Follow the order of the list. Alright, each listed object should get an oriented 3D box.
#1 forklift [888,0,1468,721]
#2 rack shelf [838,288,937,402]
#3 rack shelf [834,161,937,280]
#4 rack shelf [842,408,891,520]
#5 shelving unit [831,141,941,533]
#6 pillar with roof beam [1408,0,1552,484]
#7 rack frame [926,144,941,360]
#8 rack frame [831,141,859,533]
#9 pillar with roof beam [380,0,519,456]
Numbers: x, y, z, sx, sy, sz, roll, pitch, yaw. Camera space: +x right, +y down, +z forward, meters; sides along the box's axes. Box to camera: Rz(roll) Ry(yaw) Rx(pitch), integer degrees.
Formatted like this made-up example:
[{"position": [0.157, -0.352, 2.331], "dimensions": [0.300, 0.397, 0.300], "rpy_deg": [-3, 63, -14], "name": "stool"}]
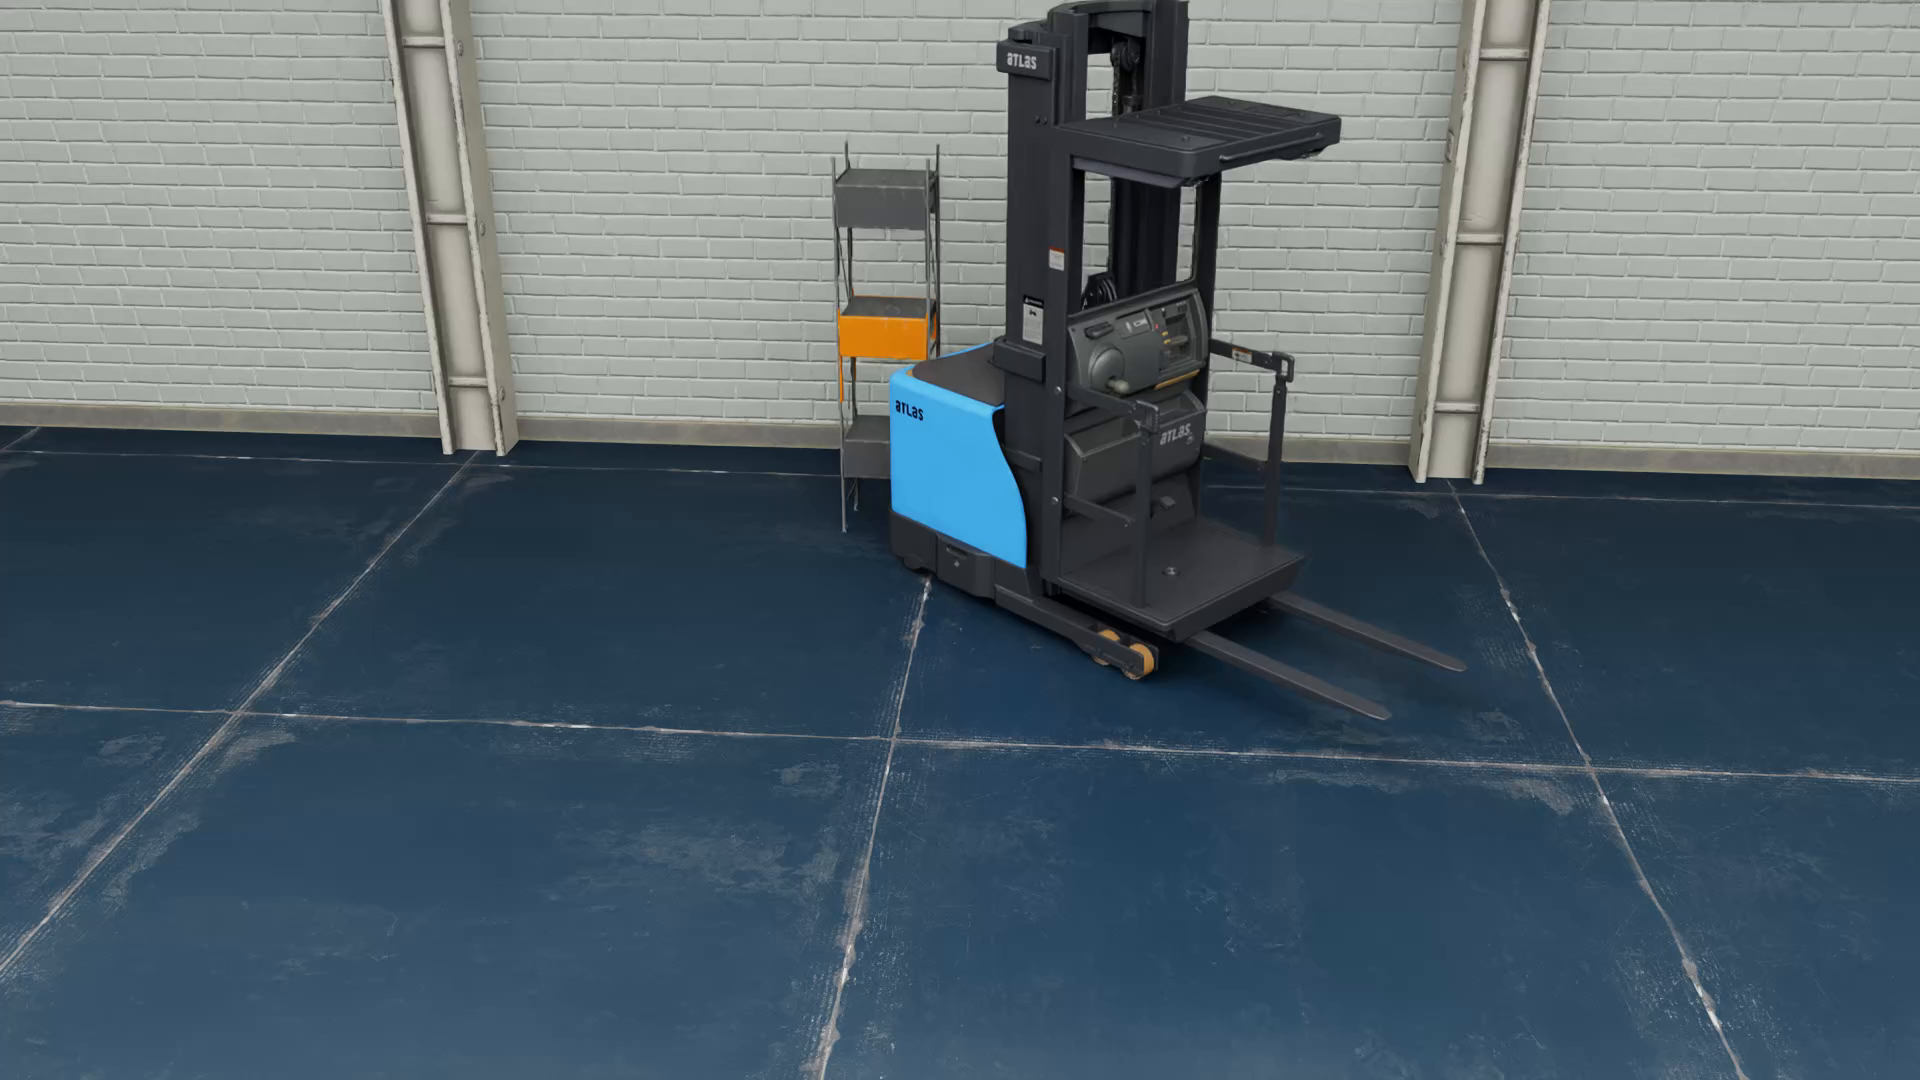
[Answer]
[{"position": [0.998, -0.918, 7.738], "dimensions": [1.130, 2.935, 3.031], "rpy_deg": [-22, 32, -39], "name": "forklift"}, {"position": [-0.383, -1.053, 9.060], "dimensions": [0.480, 0.518, 0.431], "rpy_deg": [3, 25, 7], "name": "rack shelf"}, {"position": [-0.383, -1.689, 8.767], "dimensions": [0.480, 0.518, 0.431], "rpy_deg": [3, 25, 7], "name": "rack shelf"}, {"position": [-0.383, -0.418, 9.353], "dimensions": [0.480, 0.518, 0.431], "rpy_deg": [3, 25, 7], "name": "rack shelf"}, {"position": [-0.383, -1.066, 9.054], "dimensions": [0.503, 2.100, 0.431], "rpy_deg": [3, 25, 7], "name": "shelving unit"}, {"position": [2.622, -2.699, 4.350], "dimensions": [0.400, 9.000, 9.100], "rpy_deg": [2, 25, 4], "name": "pillar with roof beam"}, {"position": [-0.141, -1.052, 9.025], "dimensions": [0.015, 2.100, 0.400], "rpy_deg": [3, 25, 7], "name": "rack frame"}, {"position": [-0.624, -1.079, 9.084], "dimensions": [0.015, 2.100, 0.400], "rpy_deg": [3, 25, 7], "name": "rack frame"}, {"position": [-3.360, -2.891, 4.767], "dimensions": [0.400, 9.000, 9.100], "rpy_deg": [2, 25, 4], "name": "pillar with roof beam"}]
